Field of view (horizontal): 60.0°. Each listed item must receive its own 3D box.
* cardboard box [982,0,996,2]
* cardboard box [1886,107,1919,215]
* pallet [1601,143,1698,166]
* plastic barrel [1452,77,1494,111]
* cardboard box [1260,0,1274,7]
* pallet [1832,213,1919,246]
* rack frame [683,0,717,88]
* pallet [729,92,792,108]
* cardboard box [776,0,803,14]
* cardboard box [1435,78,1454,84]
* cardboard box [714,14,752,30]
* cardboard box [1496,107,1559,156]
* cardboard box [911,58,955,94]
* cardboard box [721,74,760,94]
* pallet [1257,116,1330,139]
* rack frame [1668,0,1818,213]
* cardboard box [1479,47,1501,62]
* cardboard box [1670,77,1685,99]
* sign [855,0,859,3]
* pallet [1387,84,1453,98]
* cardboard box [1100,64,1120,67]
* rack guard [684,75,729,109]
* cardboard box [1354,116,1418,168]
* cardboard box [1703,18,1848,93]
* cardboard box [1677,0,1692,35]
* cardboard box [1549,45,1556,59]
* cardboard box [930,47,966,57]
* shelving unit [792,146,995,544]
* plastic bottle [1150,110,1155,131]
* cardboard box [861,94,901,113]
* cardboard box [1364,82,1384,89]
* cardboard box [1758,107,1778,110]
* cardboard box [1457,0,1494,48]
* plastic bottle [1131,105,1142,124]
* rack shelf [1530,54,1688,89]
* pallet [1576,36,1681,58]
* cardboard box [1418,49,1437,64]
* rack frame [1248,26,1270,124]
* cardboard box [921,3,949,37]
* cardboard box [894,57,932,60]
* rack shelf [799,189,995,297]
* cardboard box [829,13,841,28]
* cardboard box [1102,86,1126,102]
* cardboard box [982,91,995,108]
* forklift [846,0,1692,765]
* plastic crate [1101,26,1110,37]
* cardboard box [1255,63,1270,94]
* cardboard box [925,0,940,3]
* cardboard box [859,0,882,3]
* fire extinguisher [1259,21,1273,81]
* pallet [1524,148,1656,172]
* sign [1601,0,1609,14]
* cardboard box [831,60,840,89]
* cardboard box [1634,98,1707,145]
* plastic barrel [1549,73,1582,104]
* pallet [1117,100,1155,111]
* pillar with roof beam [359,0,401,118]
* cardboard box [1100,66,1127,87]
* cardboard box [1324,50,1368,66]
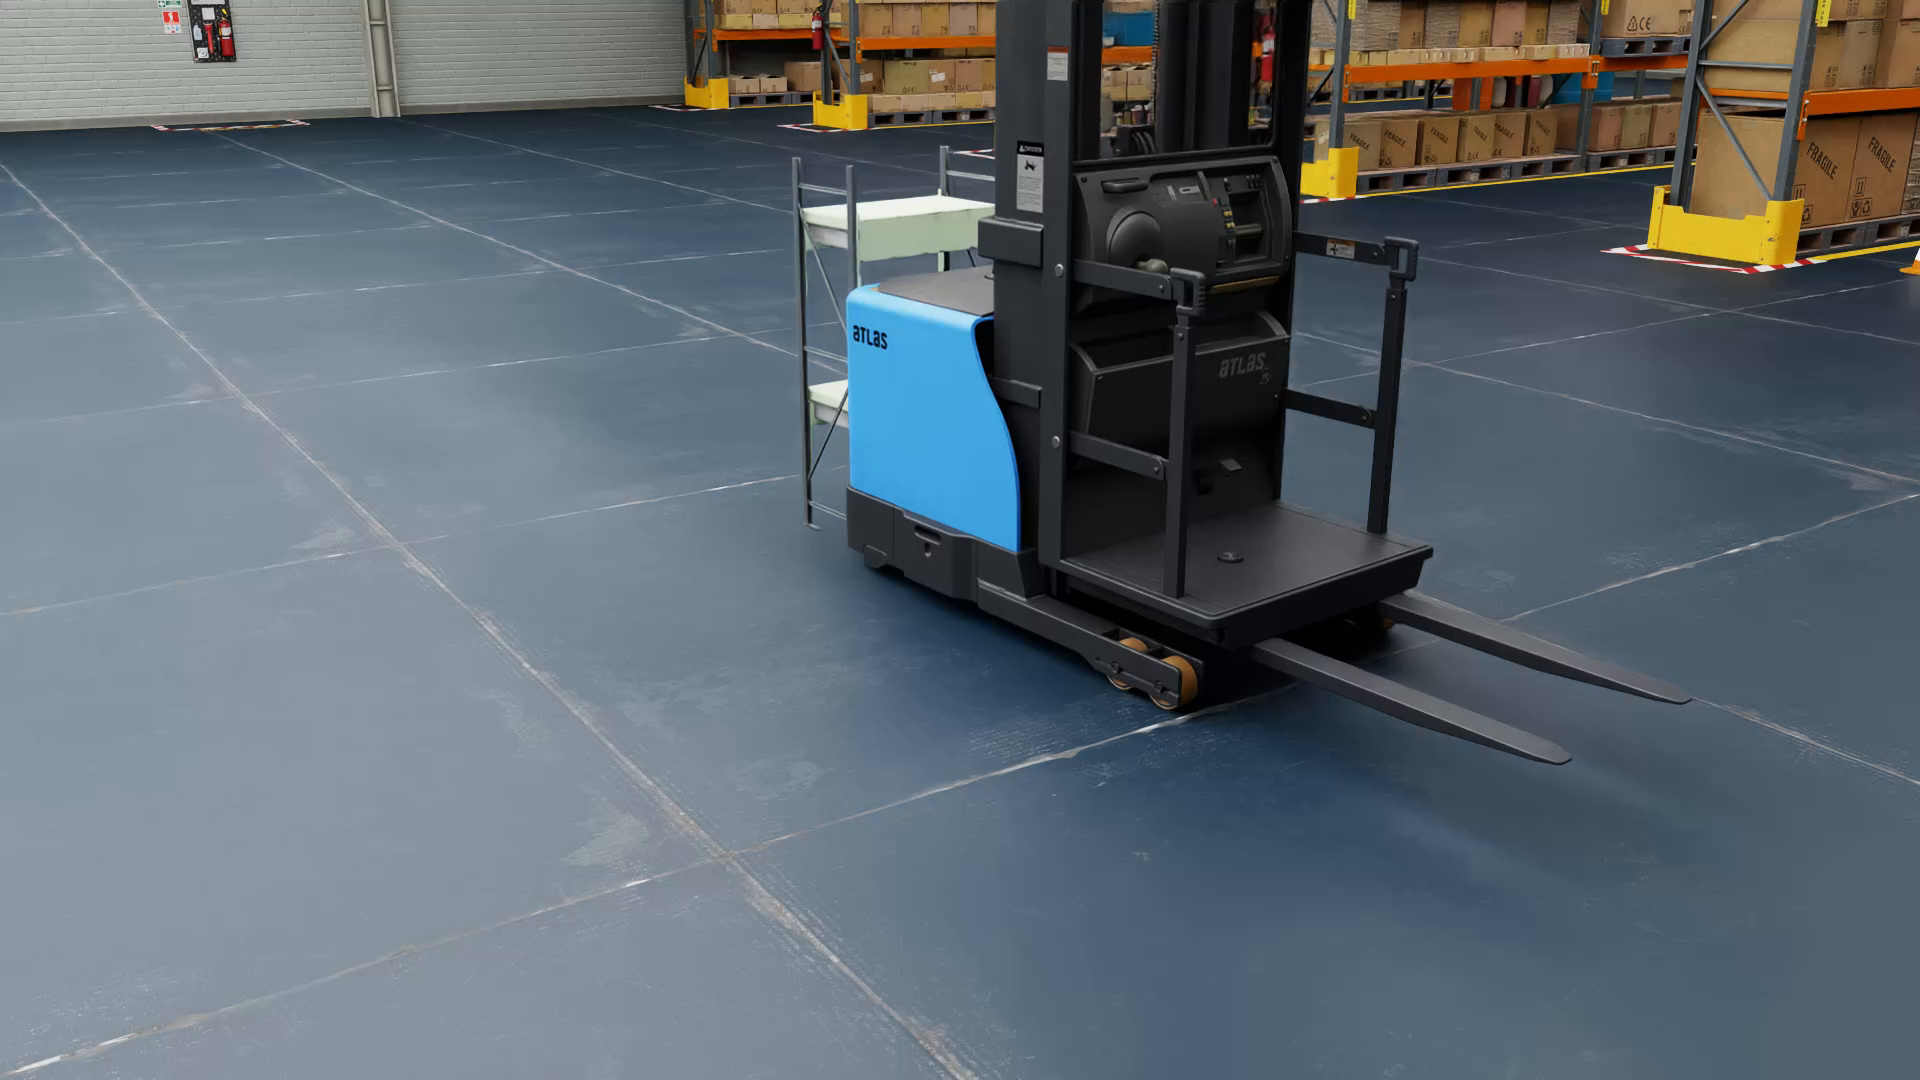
[{"bbox_3d":[0.353,-8.503,26.044,0.250,0.149,0.380,-11,22,-30],"label":"cardboard box"},{"bbox_3d":[8.297,-3.423,14.847,0.875,0.875,0.875,-12,22,-31],"label":"cardboard box"},{"bbox_3d":[8.638,-4.859,20.789,1.213,0.211,1.003,-12,22,-31],"label":"pallet"},{"bbox_3d":[7.984,-7.118,25.847,0.708,0.830,0.600,-12,22,-31],"label":"plastic barrel"},{"bbox_3d":[5.328,-9.569,29.554,0.700,0.500,0.500,14,23,35],"label":"cardboard box"},{"bbox_3d":[7.914,-2.832,14.792,1.213,0.211,1.003,-12,22,-31],"label":"pallet"},{"bbox_3d":[-4.545,-9.097,28.969,0.127,3.000,1.000,-12,22,-31],"label":"rack frame"},{"bbox_3d":[-3.784,-7.923,29.850,1.213,0.211,1.003,-12,22,-31],"label":"pallet"},{"bbox_3d":[-3.128,-9.568,29.394,0.500,0.500,0.500,-13,22,-33],"label":"cardboard box"},{"bbox_3d":[9.391,-8.923,32.193,0.250,0.166,0.380,-12,22,-31],"label":"cardboard box"},{"bbox_3d":[-3.963,-9.036,28.993,0.500,0.250,0.500,-13,22,-33],"label":"cardboard box"},{"bbox_3d":[6.612,-4.782,19.452,0.500,0.500,0.500,-13,22,-33],"label":"cardboard box"},{"bbox_3d":[-0.420,-7.239,25.941,0.500,0.500,0.500,-12,22,-31],"label":"cardboard box"},{"bbox_3d":[-3.918,-8.129,29.618,0.500,0.311,0.500,-15,24,-37],"label":"cardboard box"},{"bbox_3d":[4.879,-5.979,24.101,1.213,0.211,1.003,-12,22,-31],"label":"pallet"},{"bbox_3d":[6.271,-3.778,13.235,0.127,3.000,1.000,-12,22,-31],"label":"rack frame"},{"bbox_3d":[5.690,-5.331,18.222,0.250,0.149,0.380,-12,22,-31],"label":"cardboard box"},{"bbox_3d":[9.329,-5.688,20.933,0.500,0.250,0.500,-9,21,-25],"label":"cardboard box"},{"bbox_3d":[-1.517,-8.071,24.458,0.005,0.325,0.100,-12,22,-31],"label":"sign"},{"bbox_3d":[8.779,-8.686,32.107,1.213,0.211,1.003,-12,22,-31],"label":"pallet"},{"bbox_3d":[2.553,-7.968,28.391,0.500,0.311,0.500,-12,22,-32],"label":"cardboard box"},{"bbox_3d":[-4.482,-7.926,29.409,0.348,0.500,1.175,-12,22,-31],"label":"rack guard"},{"bbox_3d":[4.639,-4.357,18.196,0.500,0.500,0.500,-6,20,-17],"label":"cardboard box"},{"bbox_3d":[6.556,-3.926,13.440,0.550,0.550,0.875,-12,22,-31],"label":"cardboard box"},{"bbox_3d":[8.365,-6.405,20.188,0.637,0.503,0.797,-9,21,-26],"label":"cardboard box"},{"bbox_3d":[6.495,-5.522,18.786,0.250,0.149,0.380,-12,22,-31],"label":"cardboard box"},{"bbox_3d":[-0.233,-9.393,31.892,0.500,0.250,0.500,-12,22,-33],"label":"cardboard box"},{"bbox_3d":[-0.234,-0.800,6.768,0.755,1.500,0.431,-14,23,-36],"label":"shelving unit"},{"bbox_3d":[2.589,-5.599,22.195,0.097,0.271,0.097,0,19,0],"label":"plastic bottle"},{"bbox_3d":[-1.247,-6.704,25.528,0.500,0.250,0.500,-12,22,-31],"label":"cardboard box"},{"bbox_3d":[7.533,-8.662,30.899,0.500,0.500,0.500,-12,22,-31],"label":"cardboard box"},{"bbox_3d":[10.897,-5.840,21.996,0.875,0.875,1.225,-13,23,-34],"label":"cardboard box"},{"bbox_3d":[5.319,-5.681,18.246,0.500,0.500,0.875,-12,22,-31],"label":"cardboard box"},{"bbox_3d":[2.422,-5.843,22.910,0.135,0.276,0.152,-12,22,-31],"label":"plastic bottle"},{"bbox_3d":[8.639,-5.838,20.453,4.000,0.370,1.077,-12,22,-31],"label":"rack shelf"},{"bbox_3d":[7.687,-5.831,19.610,1.213,0.211,1.003,-12,22,-31],"label":"pallet"},{"bbox_3d":[4.843,-5.160,17.717,0.250,0.149,0.380,-12,22,-31],"label":"cardboard box"},{"bbox_3d":[4.244,-7.151,23.215,0.127,3.000,1.000,-12,22,-31],"label":"rack frame"},{"bbox_3d":[-0.567,-8.078,25.800,0.500,0.500,0.700,-12,22,-31],"label":"cardboard box"},{"bbox_3d":[-0.706,-7.378,26.352,0.500,0.500,0.500,-12,22,-31],"label":"cardboard box"},{"bbox_3d":[-0.234,-1.169,6.643,0.720,0.370,0.431,-14,23,-36],"label":"rack shelf"},{"bbox_3d":[-2.266,-9.397,30.060,0.500,0.250,0.500,-12,22,-32],"label":"cardboard box"},{"bbox_3d":[2.424,-7.468,27.788,0.500,0.250,0.500,-11,22,-30],"label":"cardboard box"},{"bbox_3d":[0.424,-7.056,26.569,0.500,0.250,0.500,-12,22,-31],"label":"cardboard box"},{"bbox_3d":[0.875,-1.040,5.243,1.130,2.935,3.031,-14,23,-36],"label":"forklift"},{"bbox_3d":[1.703,-6.657,21.986,0.408,0.251,0.499,-12,22,-31],"label":"plastic crate"},{"bbox_3d":[5.401,-8.210,29.561,0.500,0.500,0.500,-11,22,-29],"label":"cardboard box"},{"bbox_3d":[-0.510,-8.321,25.505,0.250,0.149,0.380,-13,23,-33],"label":"cardboard box"},{"bbox_3d":[-1.371,-8.139,24.966,0.250,0.149,0.380,-12,22,-32],"label":"cardboard box"},{"bbox_3d":[3.279,-5.189,17.529,0.183,0.674,0.296,-12,22,-31],"label":"fire extinguisher"},{"bbox_3d":[7.618,-4.643,20.149,1.213,0.211,1.003,-12,22,-31],"label":"pallet"},{"bbox_3d":[7.273,-6.093,18.732,0.005,0.325,0.100,-12,22,-31],"label":"sign"},{"bbox_3d":[-2.049,-8.632,30.810,0.500,0.500,0.500,-14,23,-35],"label":"cardboard box"},{"bbox_3d":[8.835,-5.229,20.745,0.500,0.500,0.700,-10,21,-27],"label":"cardboard box"},{"bbox_3d":[9.871,-7.549,27.013,0.708,0.901,0.600,-12,22,-31],"label":"plastic barrel"},{"bbox_3d":[3.137,-7.512,28.636,1.213,0.211,1.003,-12,22,-31],"label":"pallet"},{"bbox_3d":[-7.080,-10.085,22.525,0.400,9.000,9.100,-12,22,-31],"label":"pillar with roof beam"},{"bbox_3d":[2.426,-7.732,27.694,0.500,0.311,0.500,-12,22,-32],"label":"cardboard box"},{"bbox_3d":[3.997,-4.989,17.212,0.250,0.149,0.380,-12,22,-31],"label":"cardboard box"}]
